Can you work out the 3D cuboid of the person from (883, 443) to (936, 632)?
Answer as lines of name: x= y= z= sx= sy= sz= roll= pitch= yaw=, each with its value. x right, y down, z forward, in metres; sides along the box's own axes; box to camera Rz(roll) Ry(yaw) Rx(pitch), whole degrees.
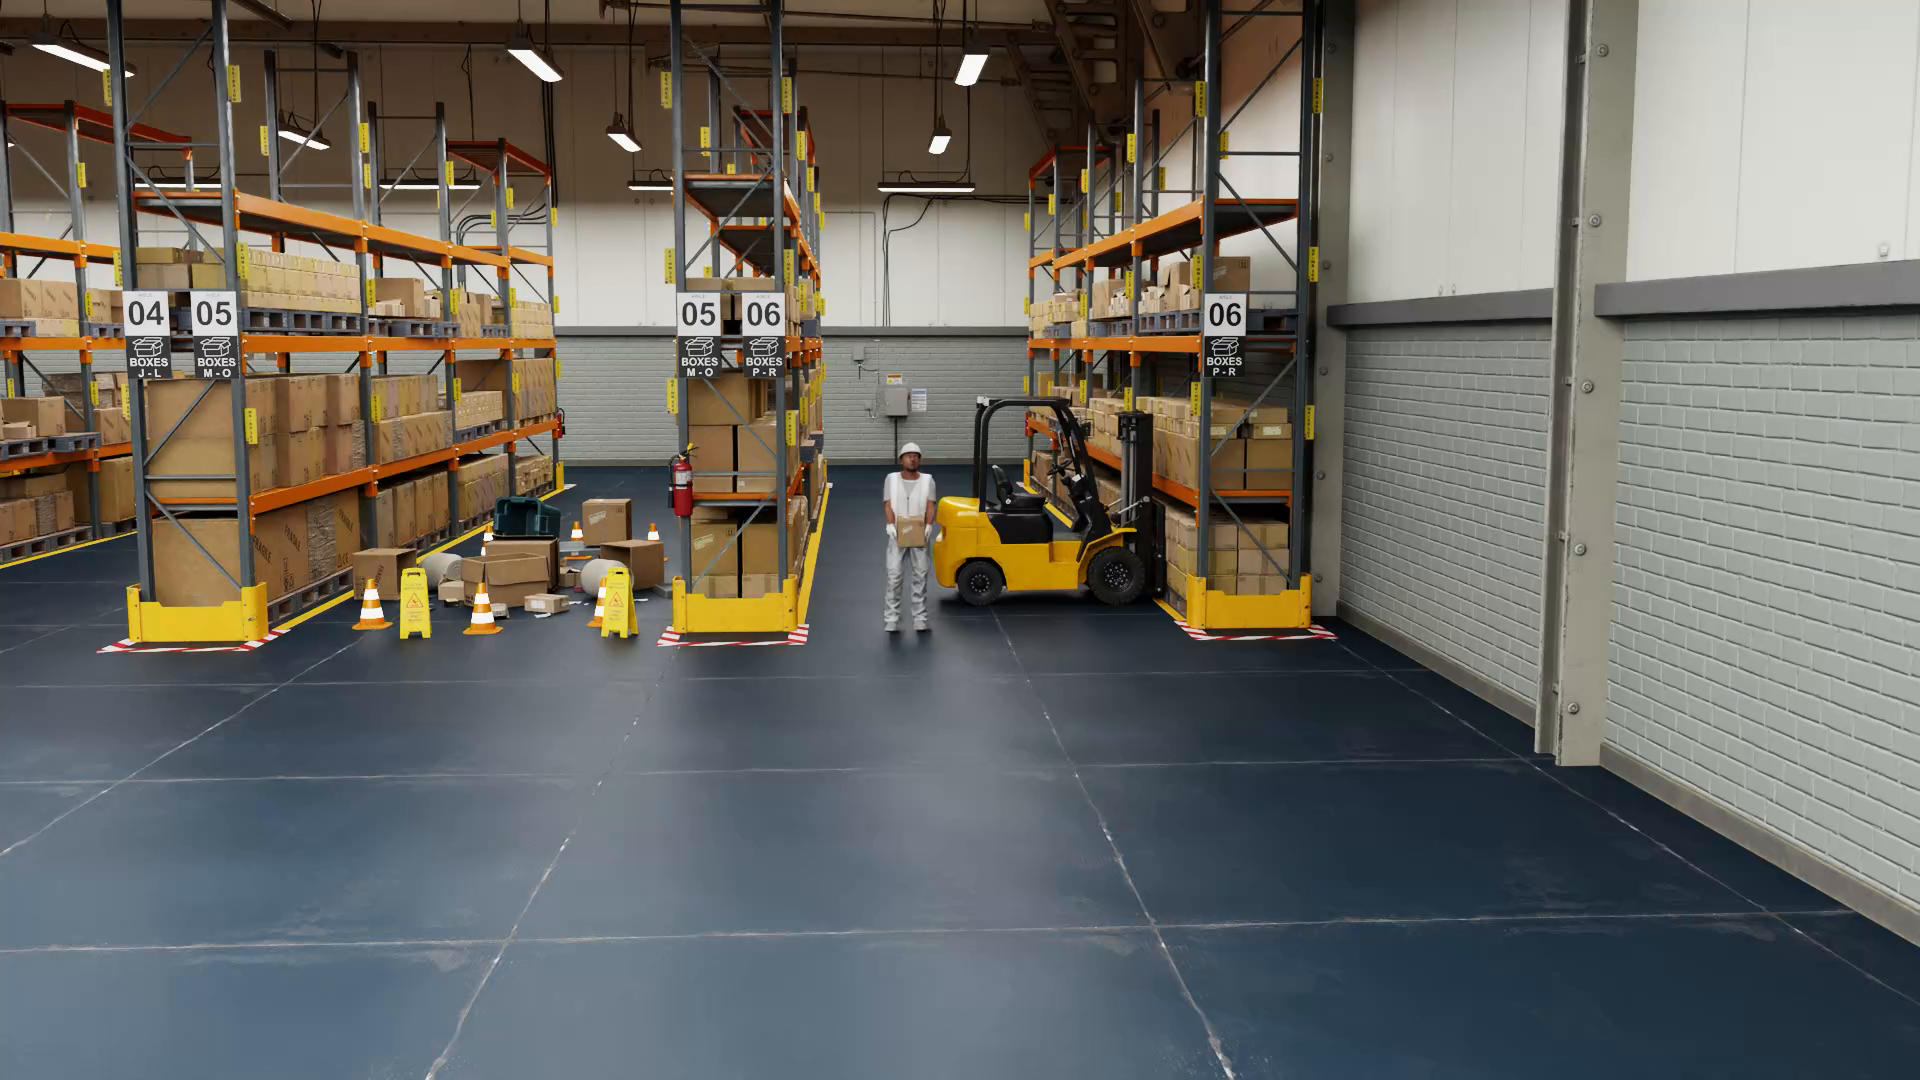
person: x=-0.475 y=-0.023 z=15.834 sx=0.510 sy=1.788 sz=0.557 roll=0 pitch=7 yaw=-4
